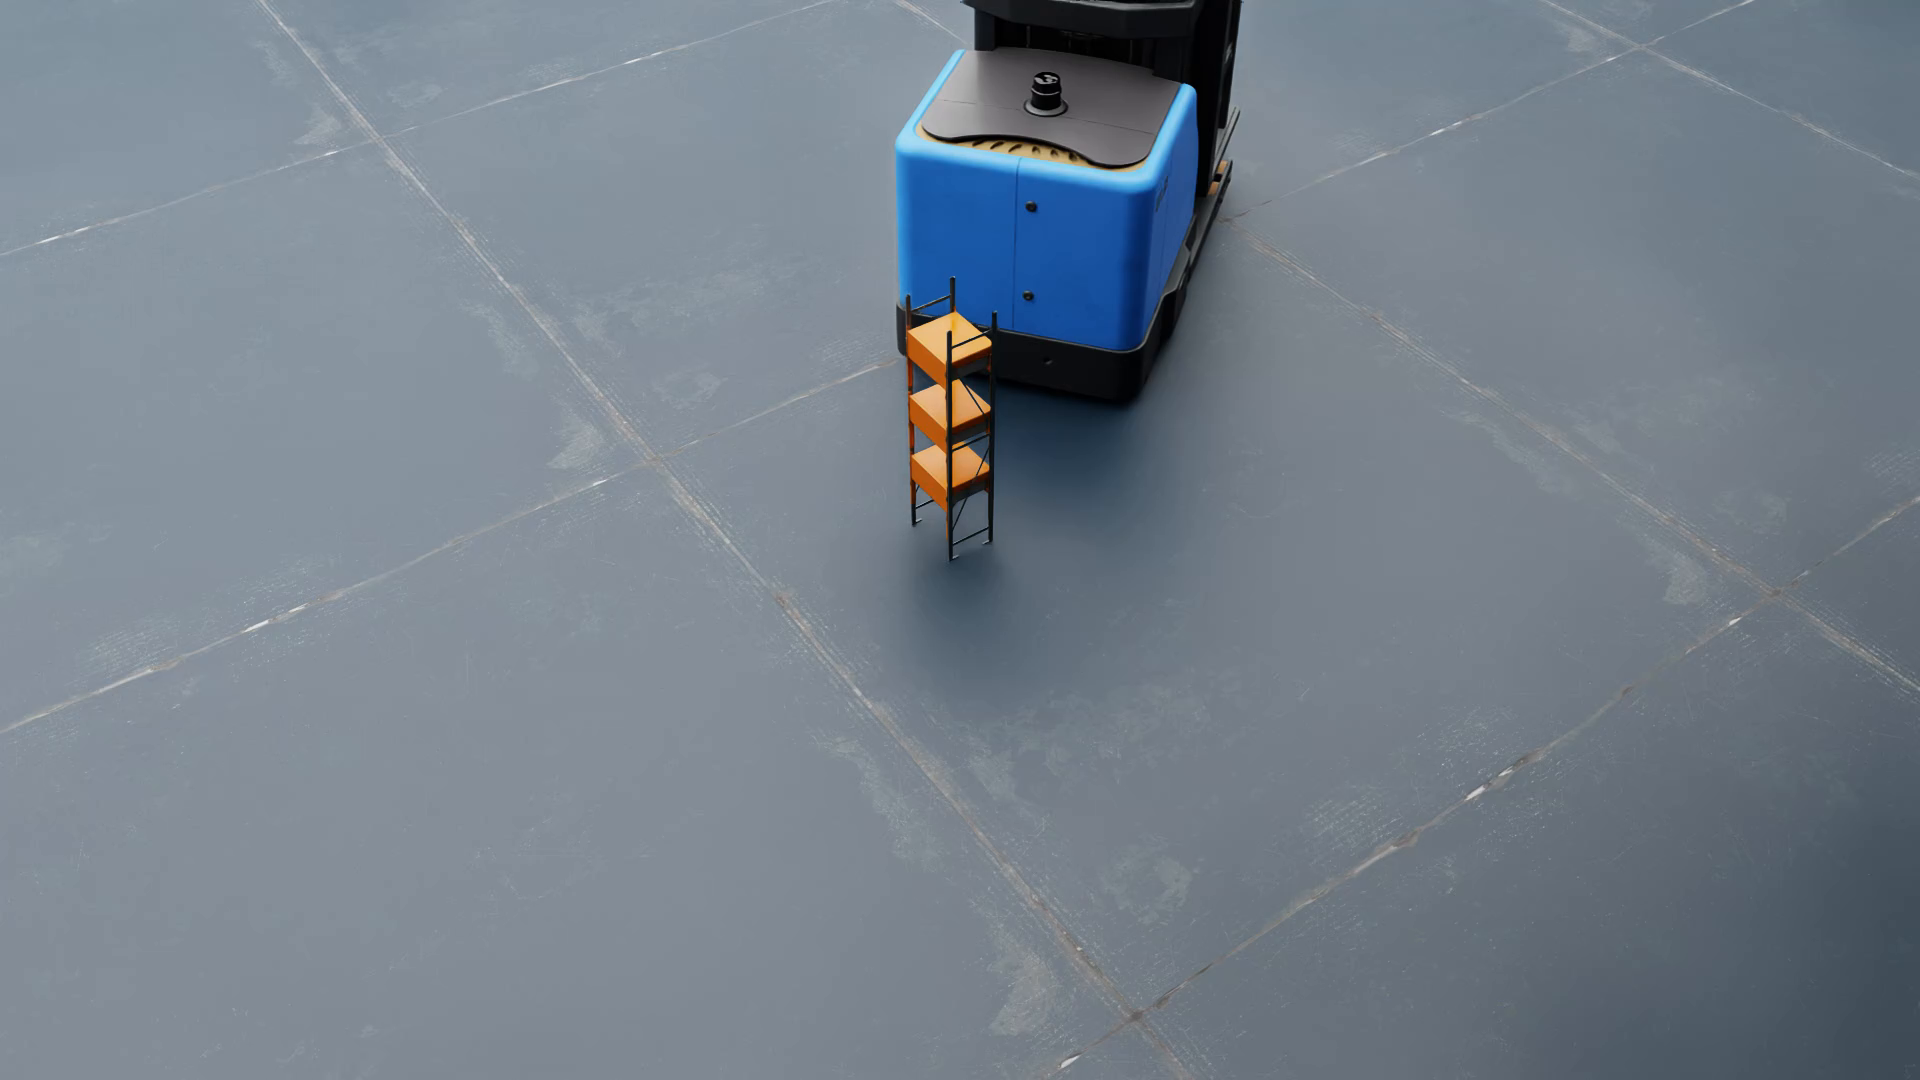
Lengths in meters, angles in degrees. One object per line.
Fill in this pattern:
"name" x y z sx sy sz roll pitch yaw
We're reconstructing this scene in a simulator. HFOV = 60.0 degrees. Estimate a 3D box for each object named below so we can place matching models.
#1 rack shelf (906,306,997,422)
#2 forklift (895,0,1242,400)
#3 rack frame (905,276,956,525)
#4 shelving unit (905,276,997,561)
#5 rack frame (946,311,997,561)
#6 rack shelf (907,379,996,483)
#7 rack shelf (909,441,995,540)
"rack shelf" -0.031 -0.608 5.731 0.215 0.259 0.240 -26 49 -24
"forklift" 0.671 -2.661 6.915 1.130 2.935 3.031 12 45 13
"rack frame" -0.100 -0.479 5.992 0.200 1.050 0.008 -26 49 -24
"shelving unit" -0.031 -0.410 5.919 0.215 1.050 0.252 -26 49 -24
"rack frame" 0.039 -0.341 5.847 0.200 1.050 0.008 -26 49 -24
"rack shelf" -0.031 -0.402 5.927 0.215 0.259 0.240 -26 49 -24
"rack shelf" -0.031 -0.201 6.118 0.215 0.259 0.240 -26 49 -24
